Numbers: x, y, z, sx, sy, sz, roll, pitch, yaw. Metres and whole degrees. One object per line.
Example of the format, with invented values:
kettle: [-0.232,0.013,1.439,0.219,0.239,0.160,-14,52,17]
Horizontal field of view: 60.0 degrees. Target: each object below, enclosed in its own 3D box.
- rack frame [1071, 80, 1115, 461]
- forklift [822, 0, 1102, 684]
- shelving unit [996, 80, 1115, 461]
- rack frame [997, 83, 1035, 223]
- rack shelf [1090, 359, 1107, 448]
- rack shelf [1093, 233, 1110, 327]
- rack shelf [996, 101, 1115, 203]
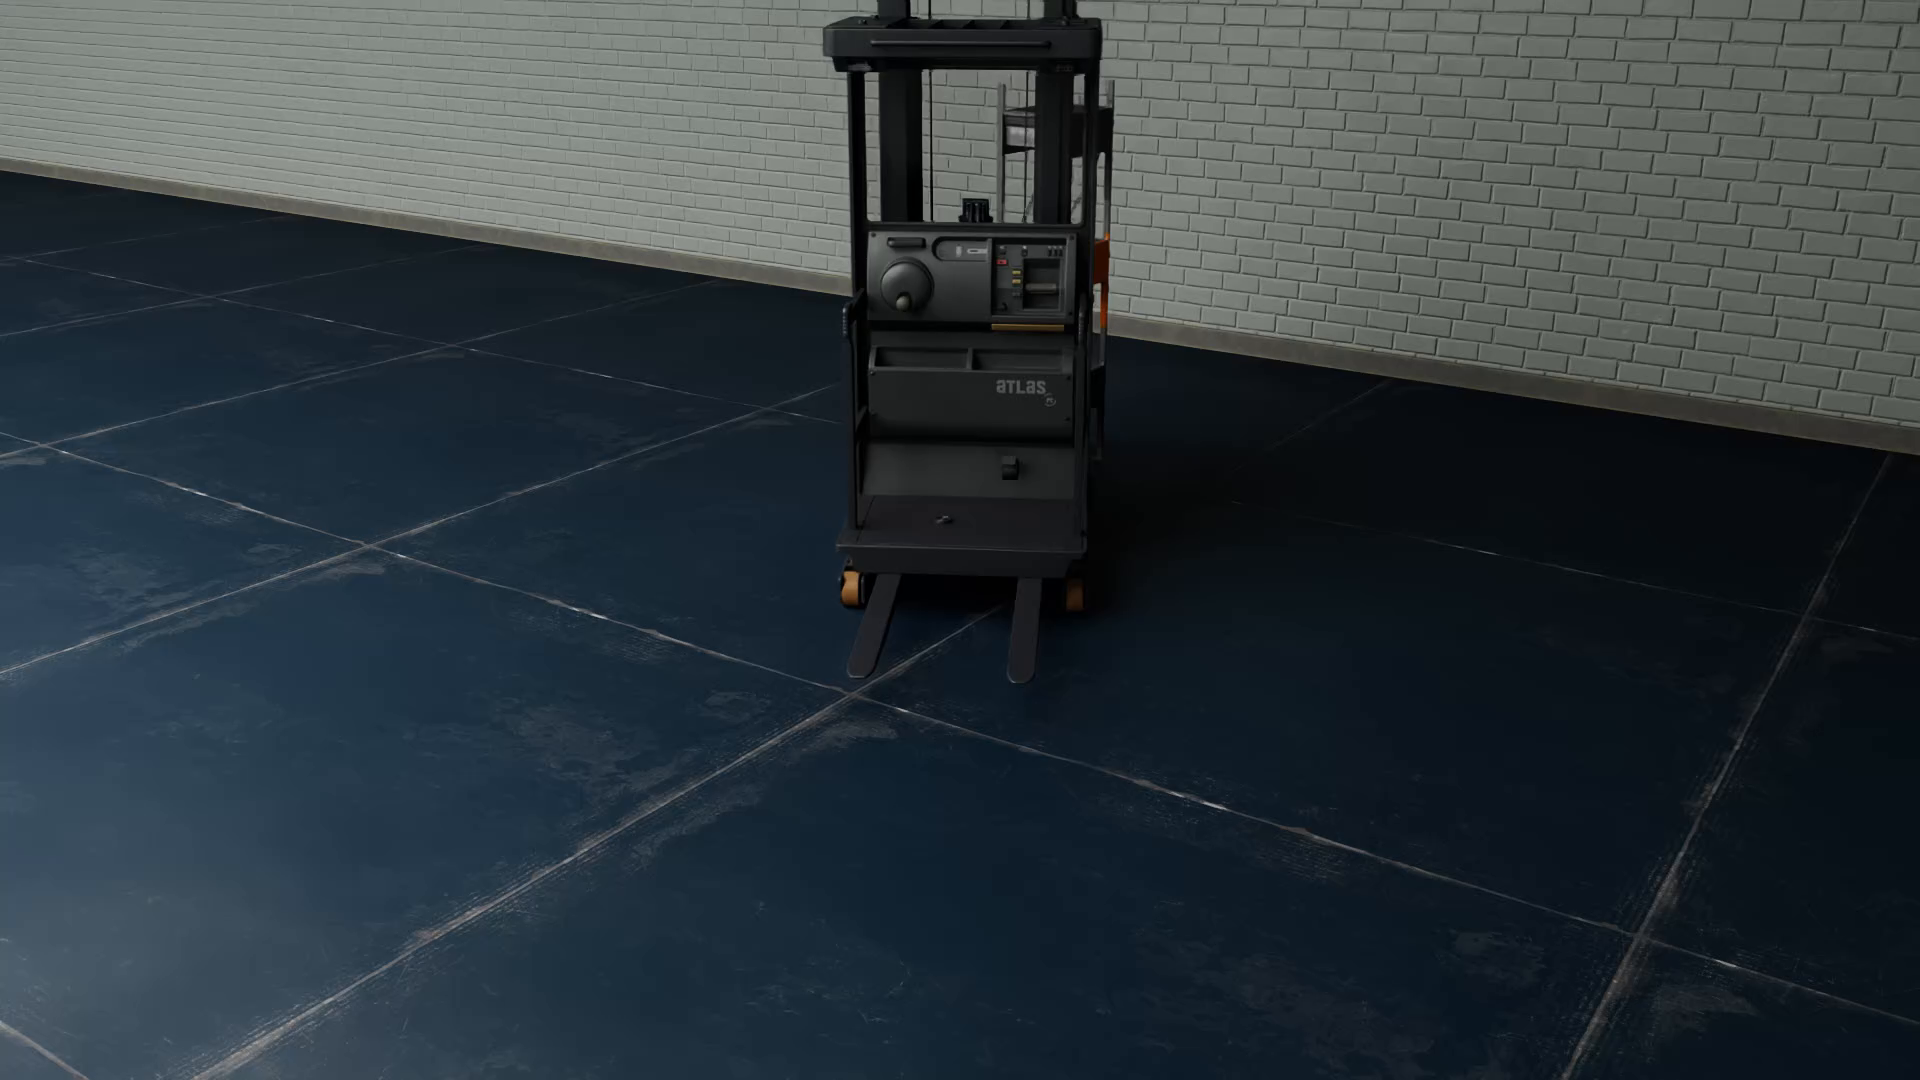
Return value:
rack frame: [0.652,-1.479,9.238,0.400,2.100,0.015,15,25,34]
forklift: [0.037,-1.167,7.194,1.130,2.935,3.031,2,20,4]
shelving unit: [0.505,-1.412,9.055,0.431,2.100,0.503,15,25,34]
rack frame: [0.359,-1.344,8.872,0.400,2.100,0.015,15,25,34]
rack shelf: [0.505,-0.742,9.303,0.431,0.518,0.480,15,25,34]
rack shelf: [0.505,-1.399,9.060,0.431,0.518,0.480,15,25,34]
rack shelf: [0.505,-2.056,8.817,0.431,0.518,0.480,15,25,34]
